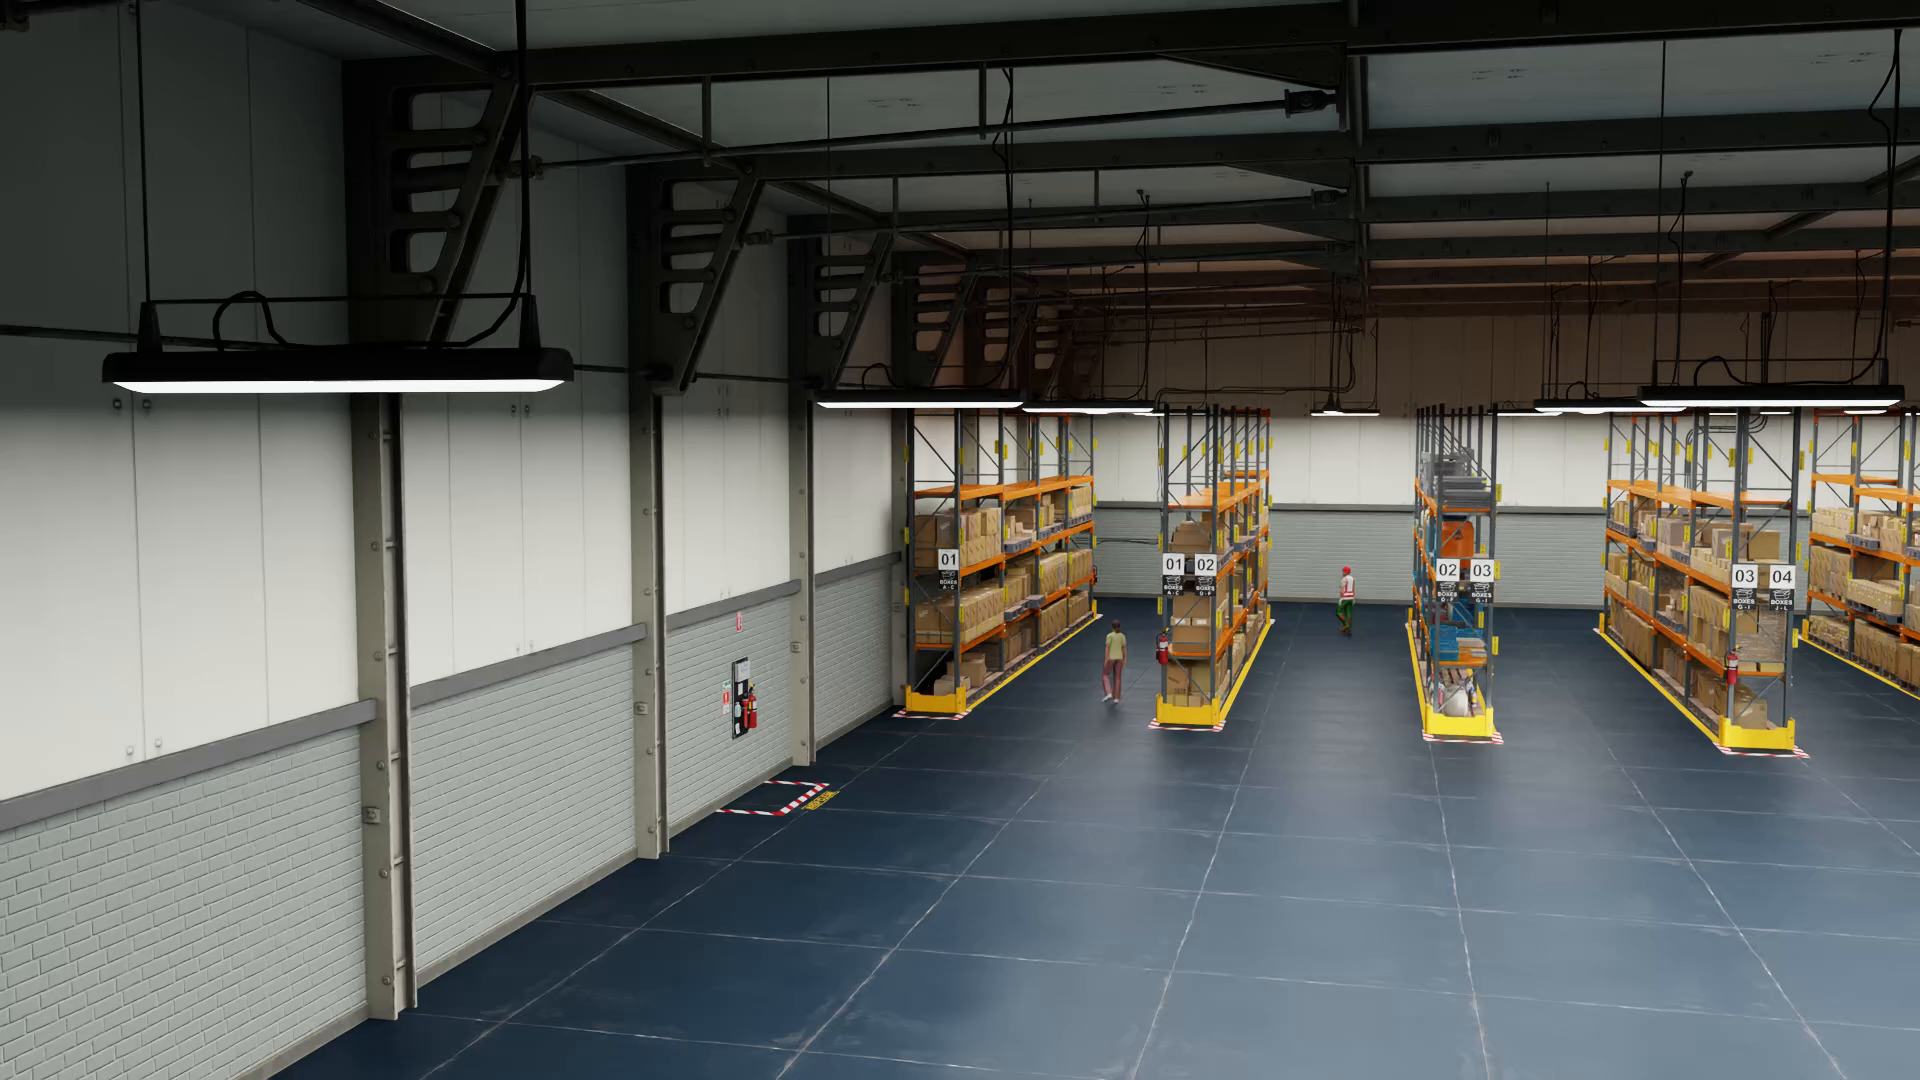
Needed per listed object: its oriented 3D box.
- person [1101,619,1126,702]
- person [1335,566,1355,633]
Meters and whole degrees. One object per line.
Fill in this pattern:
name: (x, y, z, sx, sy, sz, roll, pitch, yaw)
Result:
person: (3.117, 2.447, 33.612, 0.491, 1.681, 0.399, -1, 4, -17)
person: (10.348, 1.595, 44.451, 0.603, 1.790, 0.472, -3, 5, -36)
